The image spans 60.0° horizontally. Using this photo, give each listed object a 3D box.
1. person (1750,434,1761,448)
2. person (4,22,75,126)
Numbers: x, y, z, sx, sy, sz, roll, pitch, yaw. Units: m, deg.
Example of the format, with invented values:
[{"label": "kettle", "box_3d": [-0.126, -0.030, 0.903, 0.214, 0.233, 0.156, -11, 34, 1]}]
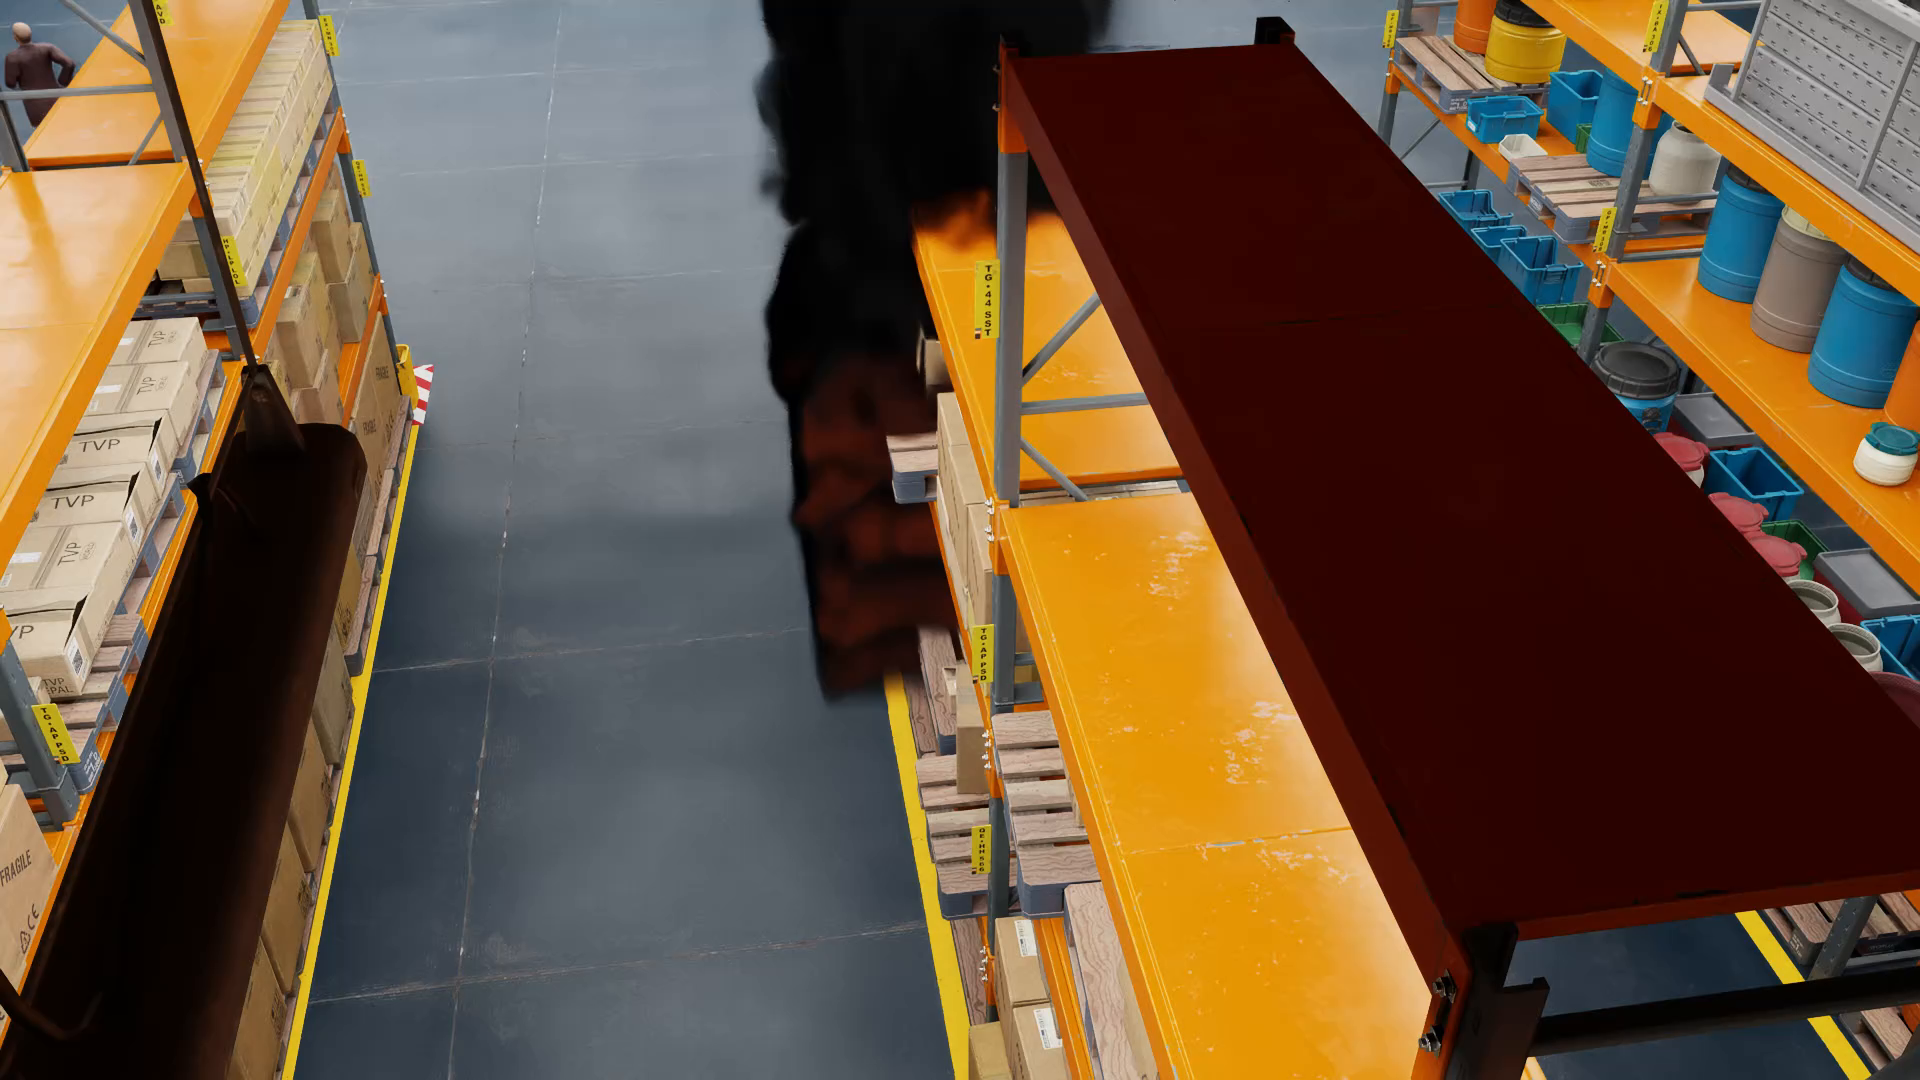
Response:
[{"label": "person", "box_3d": [6.486, -1.279, 13.199, 0.676, 1.667, 0.517, -10, 37, -13]}, {"label": "person", "box_3d": [-10.202, -4.883, 18.592, 0.877, 1.823, 0.672, 23, 42, 28]}]
